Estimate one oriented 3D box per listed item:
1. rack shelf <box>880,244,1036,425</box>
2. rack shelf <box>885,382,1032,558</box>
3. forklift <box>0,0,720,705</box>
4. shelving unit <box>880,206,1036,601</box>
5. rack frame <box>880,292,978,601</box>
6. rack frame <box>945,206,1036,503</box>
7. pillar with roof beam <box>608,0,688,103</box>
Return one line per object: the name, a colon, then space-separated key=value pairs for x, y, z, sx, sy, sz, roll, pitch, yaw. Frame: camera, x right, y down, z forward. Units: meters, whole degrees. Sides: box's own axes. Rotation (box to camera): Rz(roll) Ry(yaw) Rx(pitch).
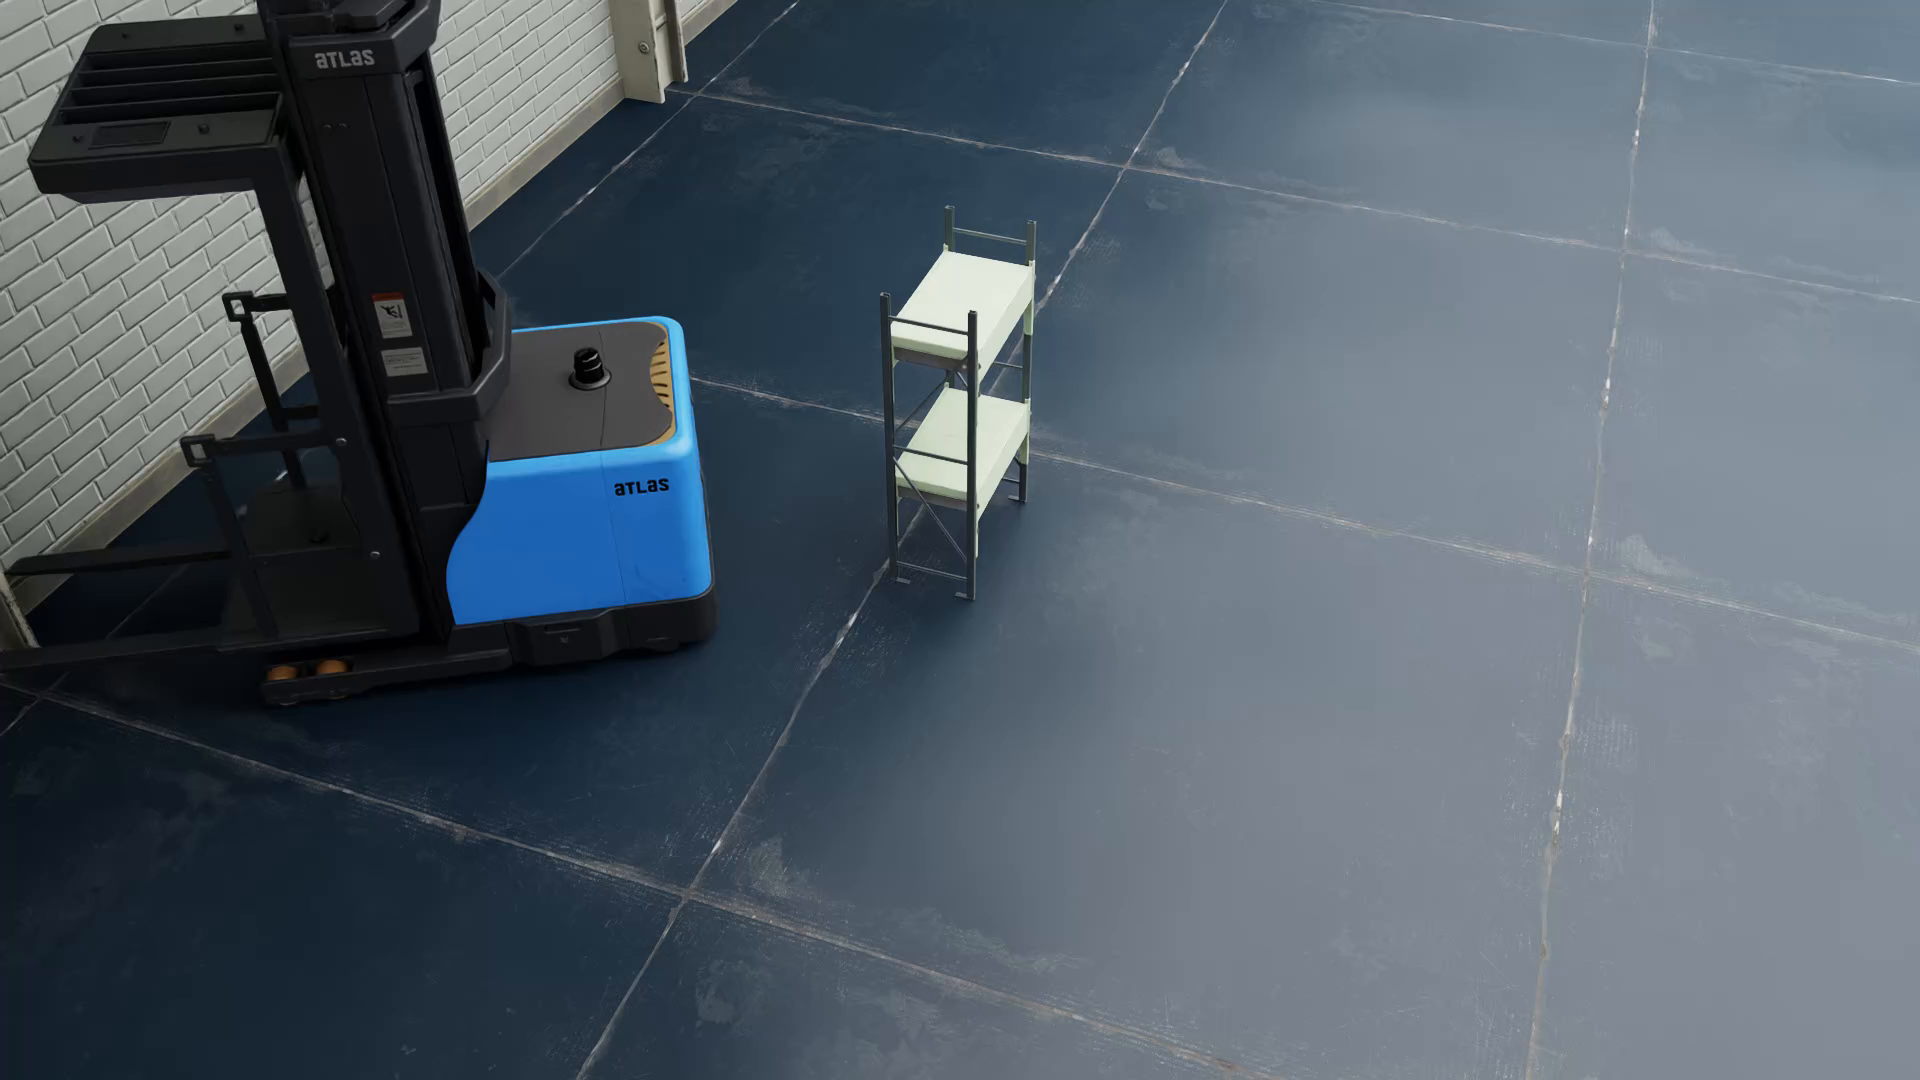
rack shelf: x=0.002 y=-0.872 z=6.968 sx=0.431 sy=0.370 sz=0.720 roll=13 pitch=42 yaw=15
rack shelf: x=0.002 y=-0.327 z=7.433 sx=0.431 sy=0.370 sz=0.720 roll=13 pitch=42 yaw=15
forklift: x=-2.603 y=-0.803 z=6.386 sx=3.031 sy=2.935 sz=1.130 roll=-7 pitch=41 yaw=-8
shelving unit: x=0.002 y=-0.575 z=7.222 sx=0.431 sy=1.500 sz=0.755 roll=13 pitch=42 yaw=15
rack frame: x=-0.123 y=-0.351 z=6.960 sx=0.400 sy=1.500 sz=0.023 roll=13 pitch=42 yaw=15
rack frame: x=0.127 y=-0.798 z=7.483 sx=0.400 sy=1.500 sz=0.023 roll=13 pitch=42 yaw=15
pillar with roof beam: x=1.970 y=-5.544 z=7.268 sx=9.100 sy=9.000 sz=0.400 roll=13 pitch=42 yaw=15
